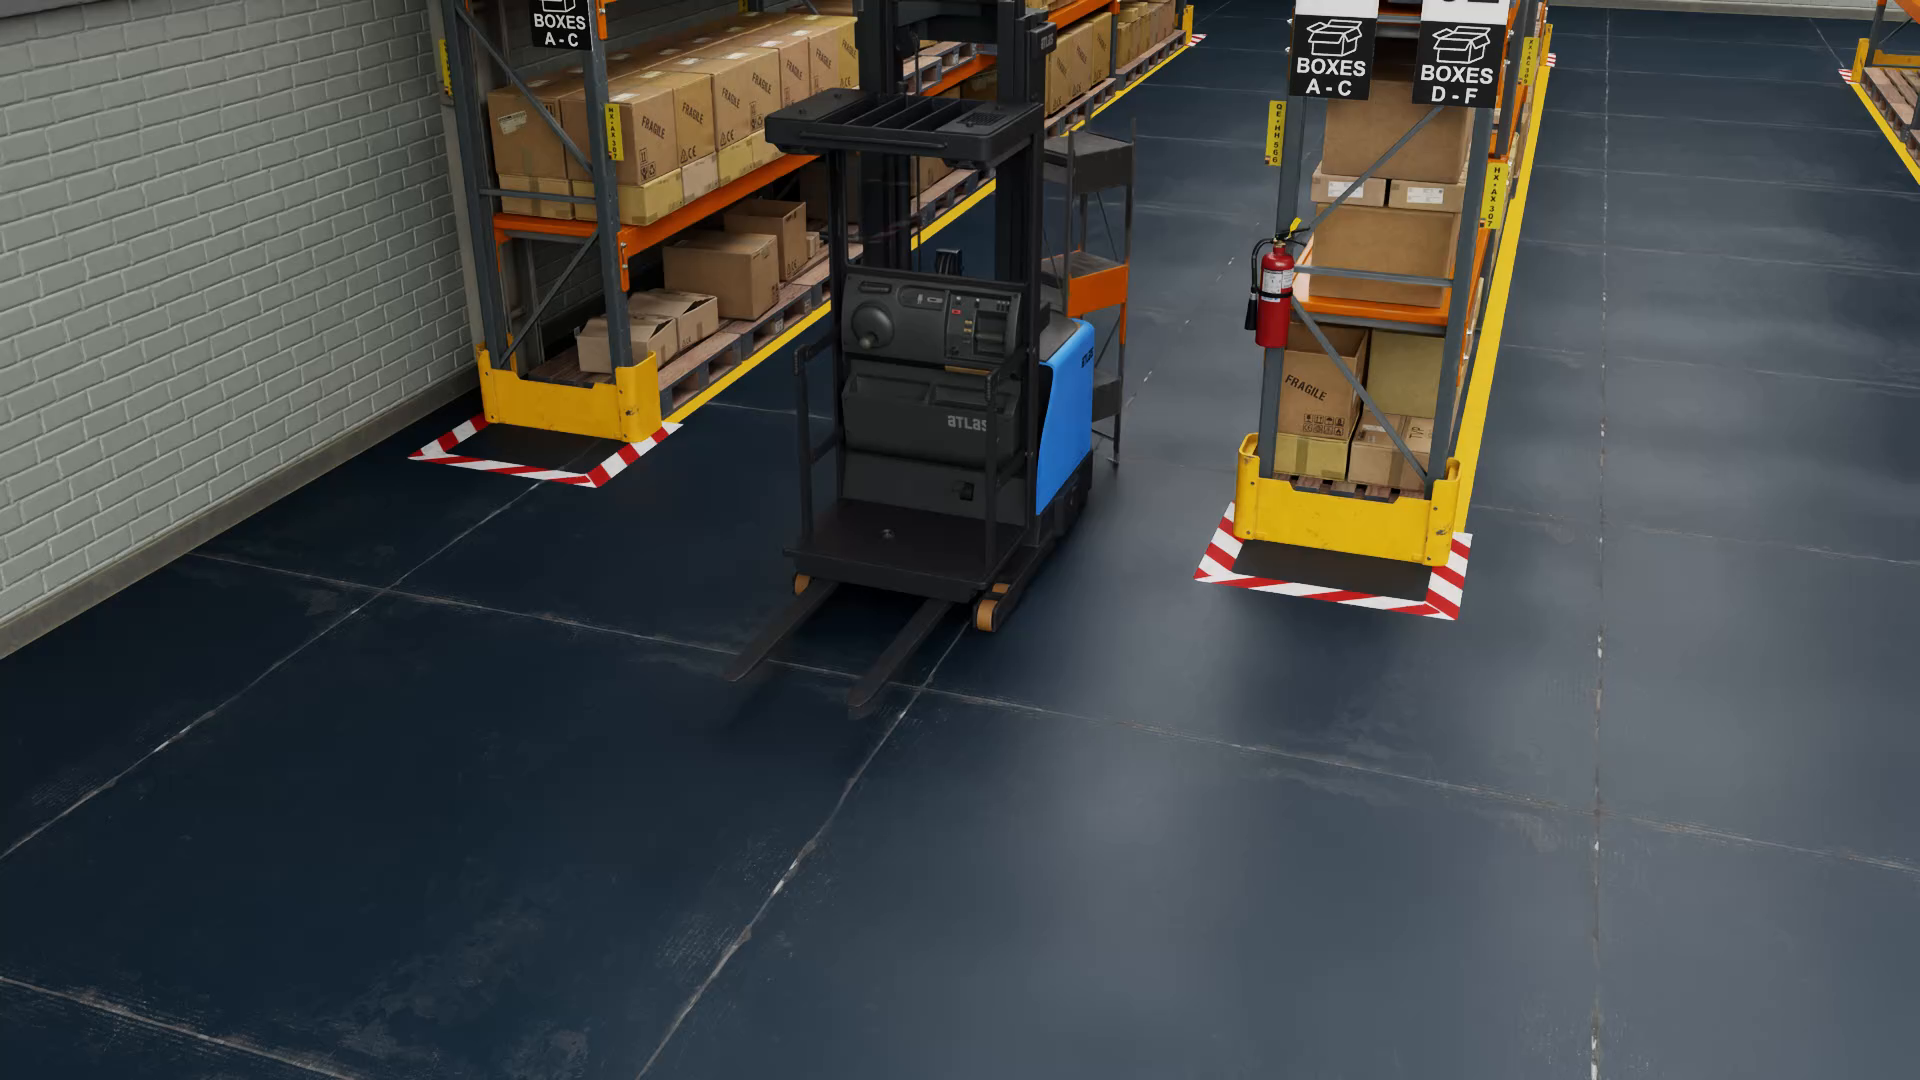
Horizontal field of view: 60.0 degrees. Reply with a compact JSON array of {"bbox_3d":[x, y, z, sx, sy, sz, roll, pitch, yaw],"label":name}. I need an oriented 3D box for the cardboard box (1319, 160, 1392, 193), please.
[{"bbox_3d":[2.162,-1.994,9.067,0.380,0.149,0.250,9,27,19],"label":"cardboard box"}]

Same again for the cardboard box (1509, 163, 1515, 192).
[{"bbox_3d":[4.845,-3.352,15.404,0.500,0.250,0.500,9,27,19],"label":"cardboard box"}]

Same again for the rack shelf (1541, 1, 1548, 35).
[{"bbox_3d":[6.787,-6.794,20.665,1.077,0.370,4.000,9,27,17],"label":"rack shelf"}]

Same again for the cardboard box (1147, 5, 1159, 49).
[{"bbox_3d":[2.308,-7.006,22.664,0.700,0.500,0.500,8,27,16],"label":"cardboard box"}]

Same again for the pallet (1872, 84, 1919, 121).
[{"bbox_3d":[11.404,-5.132,19.607,1.003,0.211,1.213,9,27,17],"label":"pallet"}]

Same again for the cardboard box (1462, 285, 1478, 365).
[{"bbox_3d":[3.018,-1.458,10.631,0.500,0.500,0.500,9,27,17],"label":"cardboard box"}]

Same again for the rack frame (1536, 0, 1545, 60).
[{"bbox_3d":[6.122,-6.296,18.811,1.000,3.000,0.127,9,27,17],"label":"rack frame"}]

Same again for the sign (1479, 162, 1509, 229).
[{"bbox_3d":[2.650,-1.707,8.249,0.100,0.325,0.005,9,27,17],"label":"sign"}]

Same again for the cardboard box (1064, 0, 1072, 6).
[{"bbox_3d":[1.040,-6.105,18.683,0.380,0.149,0.250,10,27,19],"label":"cardboard box"}]

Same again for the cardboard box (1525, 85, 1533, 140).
[{"bbox_3d":[5.721,-4.507,17.480,0.500,0.500,0.500,8,27,16],"label":"cardboard box"}]

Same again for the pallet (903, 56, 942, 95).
[{"bbox_3d":[-0.822,-3.932,14.148,1.003,0.211,1.213,9,27,17],"label":"pallet"}]

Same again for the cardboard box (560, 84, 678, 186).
[{"bbox_3d":[-2.102,-2.513,10.287,0.500,0.500,0.500,9,27,18],"label":"cardboard box"}]

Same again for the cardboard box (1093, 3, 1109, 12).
[{"bbox_3d":[1.819,-6.955,21.816,0.380,0.149,0.250,8,27,16],"label":"cardboard box"}]

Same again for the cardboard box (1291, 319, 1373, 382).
[{"bbox_3d":[2.345,-1.330,10.368,0.500,0.500,0.500,9,27,17],"label":"cardboard box"}]

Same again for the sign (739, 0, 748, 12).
[{"bbox_3d":[-1.738,-4.325,13.412,0.100,0.325,0.005,9,27,17],"label":"sign"}]

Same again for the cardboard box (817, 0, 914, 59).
[{"bbox_3d":[-0.819,-4.401,14.278,0.700,0.500,0.500,12,28,23],"label":"cardboard box"}]

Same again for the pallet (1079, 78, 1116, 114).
[{"bbox_3d":[1.263,-5.430,20.222,1.003,0.211,1.213,9,27,17],"label":"pallet"}]

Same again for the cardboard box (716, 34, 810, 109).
[{"bbox_3d":[-1.417,-3.354,12.023,0.500,0.500,0.500,8,27,16],"label":"cardboard box"}]

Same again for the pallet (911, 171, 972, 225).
[{"bbox_3d":[-0.551,-3.293,15.809,1.003,0.211,1.213,9,27,17],"label":"pallet"}]

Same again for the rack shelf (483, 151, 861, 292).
[{"bbox_3d":[-1.879,-2.579,11.961,1.077,0.370,4.000,9,27,17],"label":"rack shelf"}]

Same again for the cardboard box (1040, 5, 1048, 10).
[{"bbox_3d":[0.706,-5.566,17.568,0.380,0.149,0.250,10,27,19],"label":"cardboard box"}]

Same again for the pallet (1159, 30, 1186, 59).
[{"bbox_3d":[2.588,-7.061,23.592,1.003,0.211,1.213,9,27,17],"label":"pallet"}]

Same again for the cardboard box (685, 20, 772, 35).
[{"bbox_3d":[-1.742,-3.629,12.592,0.500,0.500,0.500,9,27,17],"label":"cardboard box"}]

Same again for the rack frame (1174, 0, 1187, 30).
[{"bbox_3d":[2.780,-8.656,23.687,1.000,3.000,0.127,9,27,17],"label":"rack frame"}]

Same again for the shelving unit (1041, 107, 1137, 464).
[{"bbox_3d":[0.663,-1.409,9.744,0.503,2.100,0.431,-20,33,-36],"label":"shelving unit"}]

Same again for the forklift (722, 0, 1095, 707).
[{"bbox_3d":[-0.222,-1.062,8.080,1.130,2.935,3.031,9,27,18],"label":"forklift"}]

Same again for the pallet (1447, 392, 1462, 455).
[{"bbox_3d":[2.751,-0.929,10.927,1.003,0.211,1.213,9,27,17],"label":"pallet"}]

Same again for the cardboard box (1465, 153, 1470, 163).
[{"bbox_3d":[2.632,-2.043,9.168,0.380,0.149,0.250,9,27,18],"label":"cardboard box"}]

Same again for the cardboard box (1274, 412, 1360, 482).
[{"bbox_3d":[2.028,-0.579,9.677,0.500,0.250,0.500,9,27,17],"label":"cardboard box"}]

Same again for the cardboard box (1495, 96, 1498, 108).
[{"bbox_3d":[3.402,-2.993,11.131,0.380,0.149,0.250,8,27,16],"label":"cardboard box"}]

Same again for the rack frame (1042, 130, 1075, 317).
[{"bbox_3d":[0.478,-1.340,9.600,0.015,2.100,0.400,-20,33,-36],"label":"rack frame"}]

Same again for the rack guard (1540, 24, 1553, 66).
[{"bbox_3d":[7.427,-6.783,22.686,1.175,0.500,0.348,9,27,17],"label":"rack guard"}]

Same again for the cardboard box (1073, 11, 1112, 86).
[{"bbox_3d":[1.355,-5.948,20.078,0.750,0.750,0.750,9,27,18],"label":"cardboard box"}]

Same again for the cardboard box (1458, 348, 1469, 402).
[{"bbox_3d":[3.017,-1.120,10.795,0.500,0.250,0.500,9,27,17],"label":"cardboard box"}]

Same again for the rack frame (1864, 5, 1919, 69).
[{"bbox_3d":[12.122,-7.220,20.719,1.000,3.000,0.127,9,27,17],"label":"rack frame"}]

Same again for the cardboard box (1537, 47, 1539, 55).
[{"bbox_3d":[7.160,-6.255,21.377,0.500,0.250,0.500,9,27,17],"label":"cardboard box"}]

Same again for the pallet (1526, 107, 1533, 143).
[{"bbox_3d":[5.886,-4.701,18.717,1.003,0.211,1.213,9,27,17],"label":"pallet"}]

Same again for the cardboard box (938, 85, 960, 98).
[{"bbox_3d":[-0.321,-4.251,16.090,0.500,0.250,0.500,9,27,18],"label":"cardboard box"}]

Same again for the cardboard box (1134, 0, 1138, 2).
[{"bbox_3d":[2.243,-7.479,22.898,0.380,0.149,0.250,9,27,18],"label":"cardboard box"}]

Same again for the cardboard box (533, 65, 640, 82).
[{"bbox_3d":[-2.411,-2.790,10.859,0.500,0.500,0.500,9,27,18],"label":"cardboard box"}]

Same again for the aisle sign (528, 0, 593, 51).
[{"bbox_3d":[-2.285,-3.178,9.389,0.394,0.787,0.004,9,27,17],"label":"aisle sign"}]

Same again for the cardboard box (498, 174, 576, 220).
[{"bbox_3d":[-2.572,-2.243,10.590,0.500,0.250,0.500,9,27,18],"label":"cardboard box"}]

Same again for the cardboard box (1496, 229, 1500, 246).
[{"bbox_3d":[4.003,-2.551,13.106,0.500,0.311,0.500,8,27,17],"label":"cardboard box"}]

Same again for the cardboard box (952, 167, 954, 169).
[{"bbox_3d":[-0.354,-3.944,16.316,0.700,0.500,0.500,9,27,17],"label":"cardboard box"}]

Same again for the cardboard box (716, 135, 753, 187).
[{"bbox_3d":[-1.748,-2.601,11.330,0.500,0.250,0.500,8,27,17],"label":"cardboard box"}]

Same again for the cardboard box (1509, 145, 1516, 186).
[{"bbox_3d":[4.682,-3.390,14.840,0.500,0.311,0.500,8,27,17],"label":"cardboard box"}]

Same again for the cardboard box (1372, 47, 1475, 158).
[{"bbox_3d":[2.483,-2.422,9.207,0.700,0.500,0.500,8,27,16],"label":"cardboard box"}]

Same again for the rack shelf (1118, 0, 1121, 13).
[{"bbox_3d":[2.114,-7.511,22.146,1.077,0.370,4.000,9,27,17],"label":"rack shelf"}]

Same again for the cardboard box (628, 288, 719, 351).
[{"bbox_3d":[-2.040,-1.575,11.641,0.500,0.311,0.500,11,28,22],"label":"cardboard box"}]
